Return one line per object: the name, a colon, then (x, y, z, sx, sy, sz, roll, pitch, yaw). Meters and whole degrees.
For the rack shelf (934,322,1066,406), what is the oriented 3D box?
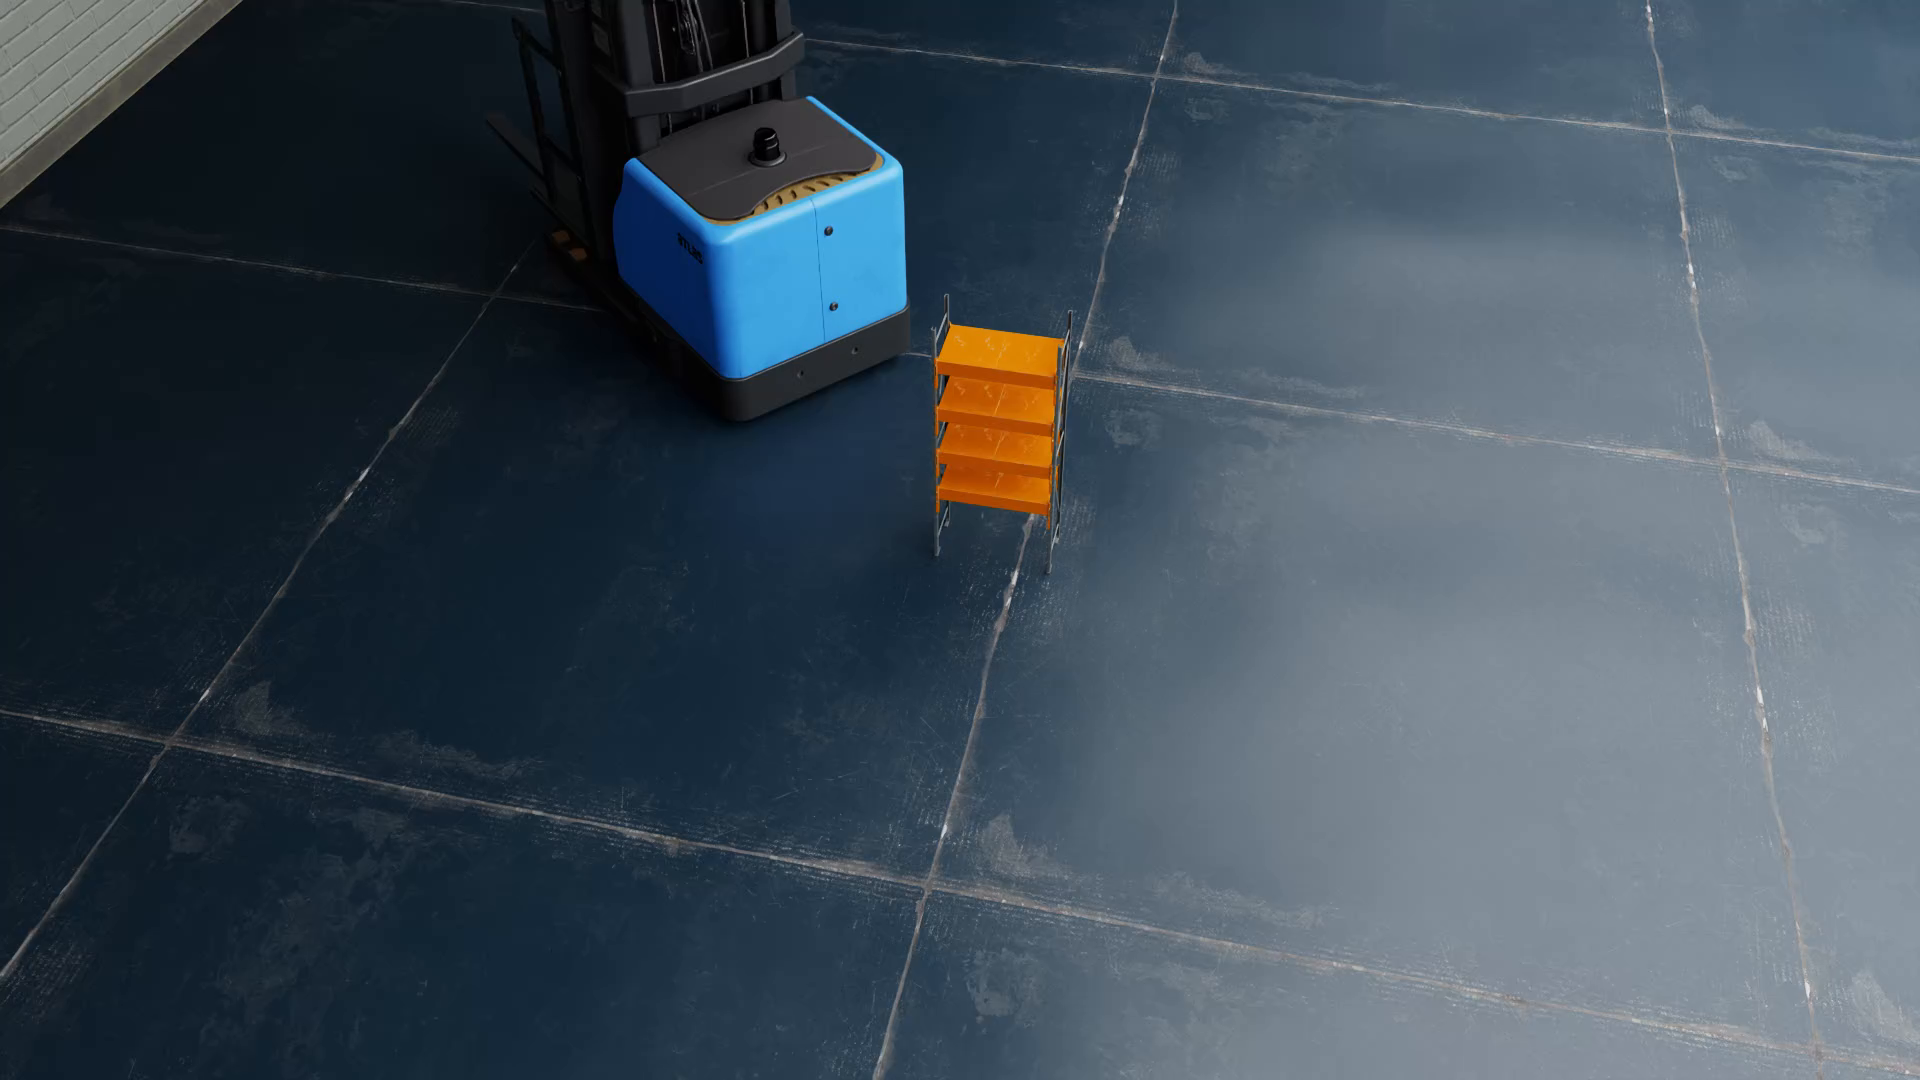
rack shelf: (0.162, -0.690, 6.495, 0.480, 0.148, 0.258, 9, 45, 9)

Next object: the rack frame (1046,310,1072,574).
rack frame: (0.400, -0.370, 6.730, 0.015, 1.200, 0.240, 9, 45, 9)

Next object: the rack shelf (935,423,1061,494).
rack shelf: (0.162, -0.359, 6.815, 0.480, 0.148, 0.258, 9, 45, 9)

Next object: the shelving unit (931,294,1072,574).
shelving unit: (0.162, -0.407, 6.768, 0.503, 1.200, 0.258, 9, 45, 9)

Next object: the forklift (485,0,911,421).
forklift: (-1.516, -2.582, 7.779, 1.130, 2.935, 3.031, -27, 50, -25)

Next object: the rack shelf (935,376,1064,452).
rack shelf: (0.162, -0.520, 6.659, 0.480, 0.148, 0.258, 9, 45, 9)

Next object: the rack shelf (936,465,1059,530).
rack shelf: (0.162, -0.216, 6.952, 0.480, 0.148, 0.258, 9, 45, 9)

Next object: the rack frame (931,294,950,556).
rack frame: (-0.077, -0.444, 6.806, 0.015, 1.200, 0.240, 9, 45, 9)
